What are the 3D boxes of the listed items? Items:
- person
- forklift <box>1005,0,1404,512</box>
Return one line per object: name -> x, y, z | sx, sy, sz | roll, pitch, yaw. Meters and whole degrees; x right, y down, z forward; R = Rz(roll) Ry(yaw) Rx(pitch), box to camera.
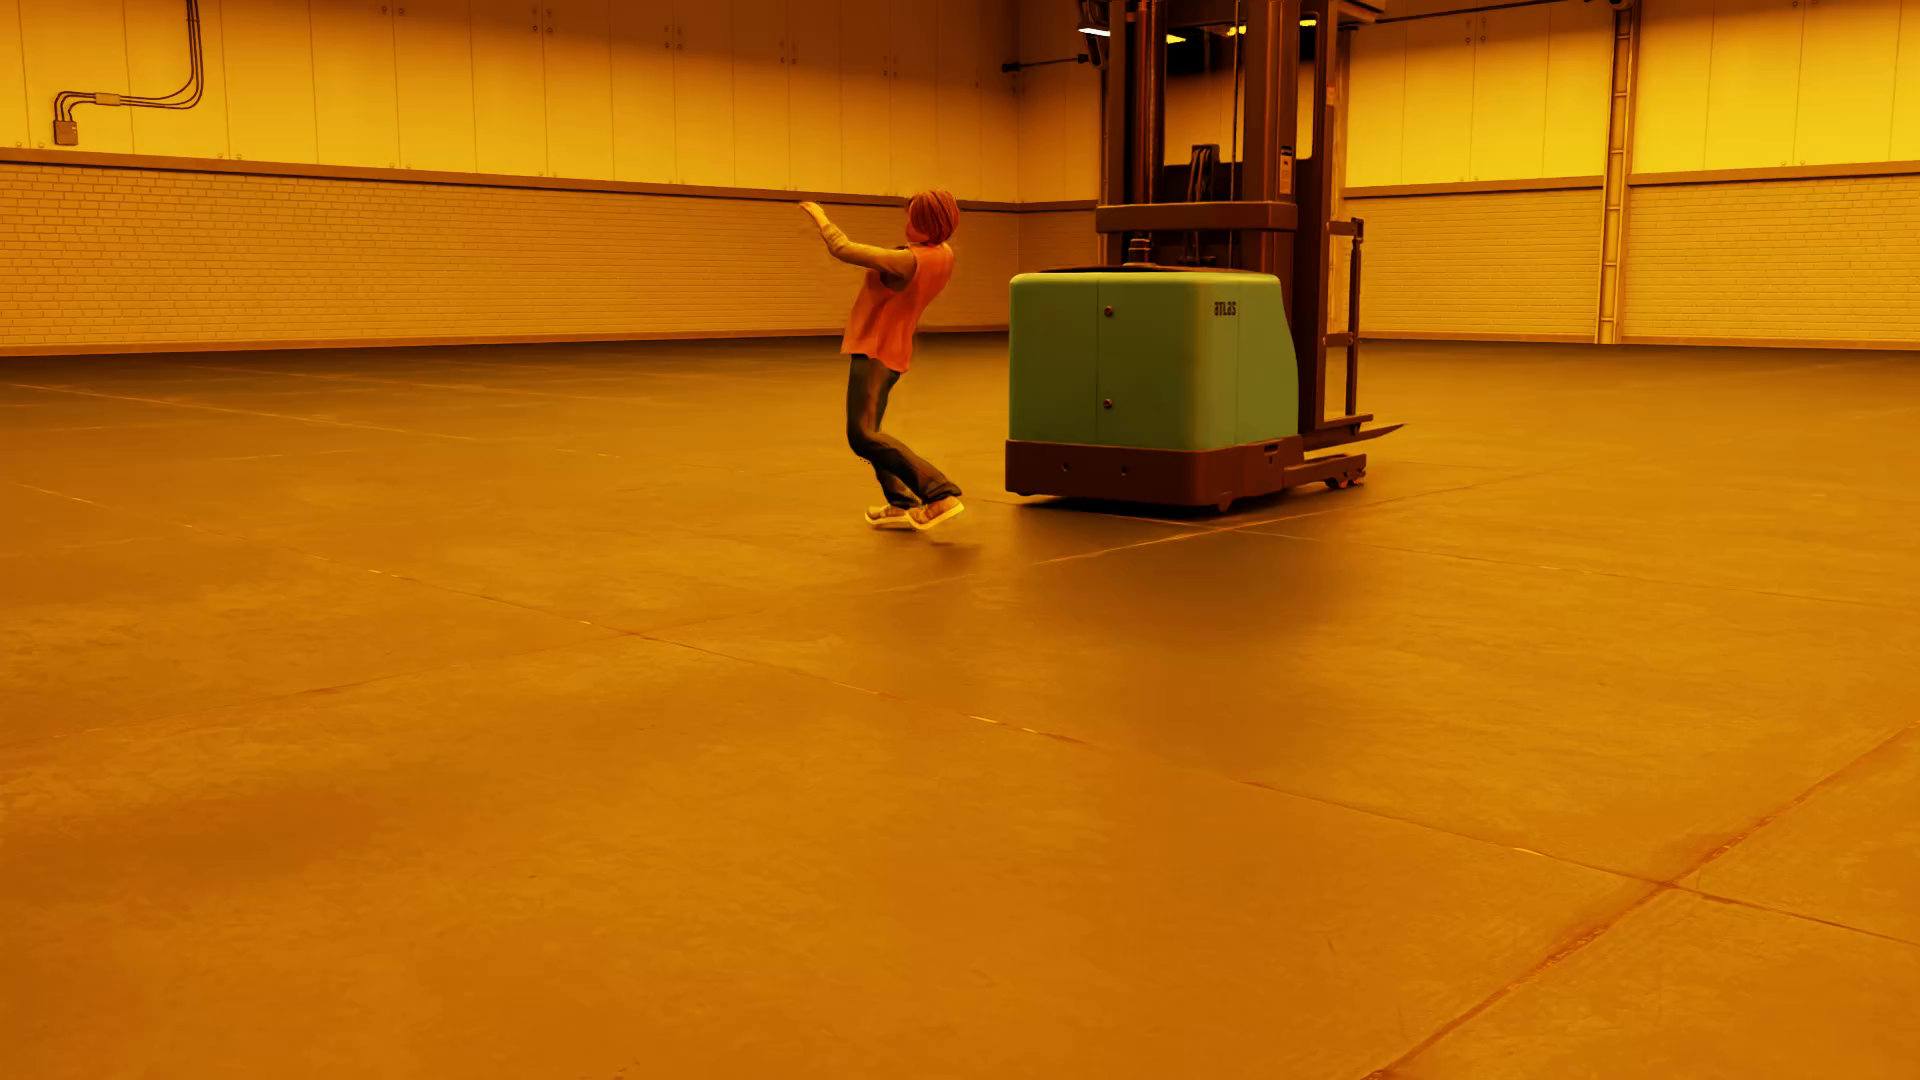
person -> -0.297, -0.732, 6.904 | 0.710, 1.380, 0.892 | 1, 9, 6
forklift -> 1.459, -1.748, 8.480 | 1.130, 2.935, 3.031 | 6, 10, 34
